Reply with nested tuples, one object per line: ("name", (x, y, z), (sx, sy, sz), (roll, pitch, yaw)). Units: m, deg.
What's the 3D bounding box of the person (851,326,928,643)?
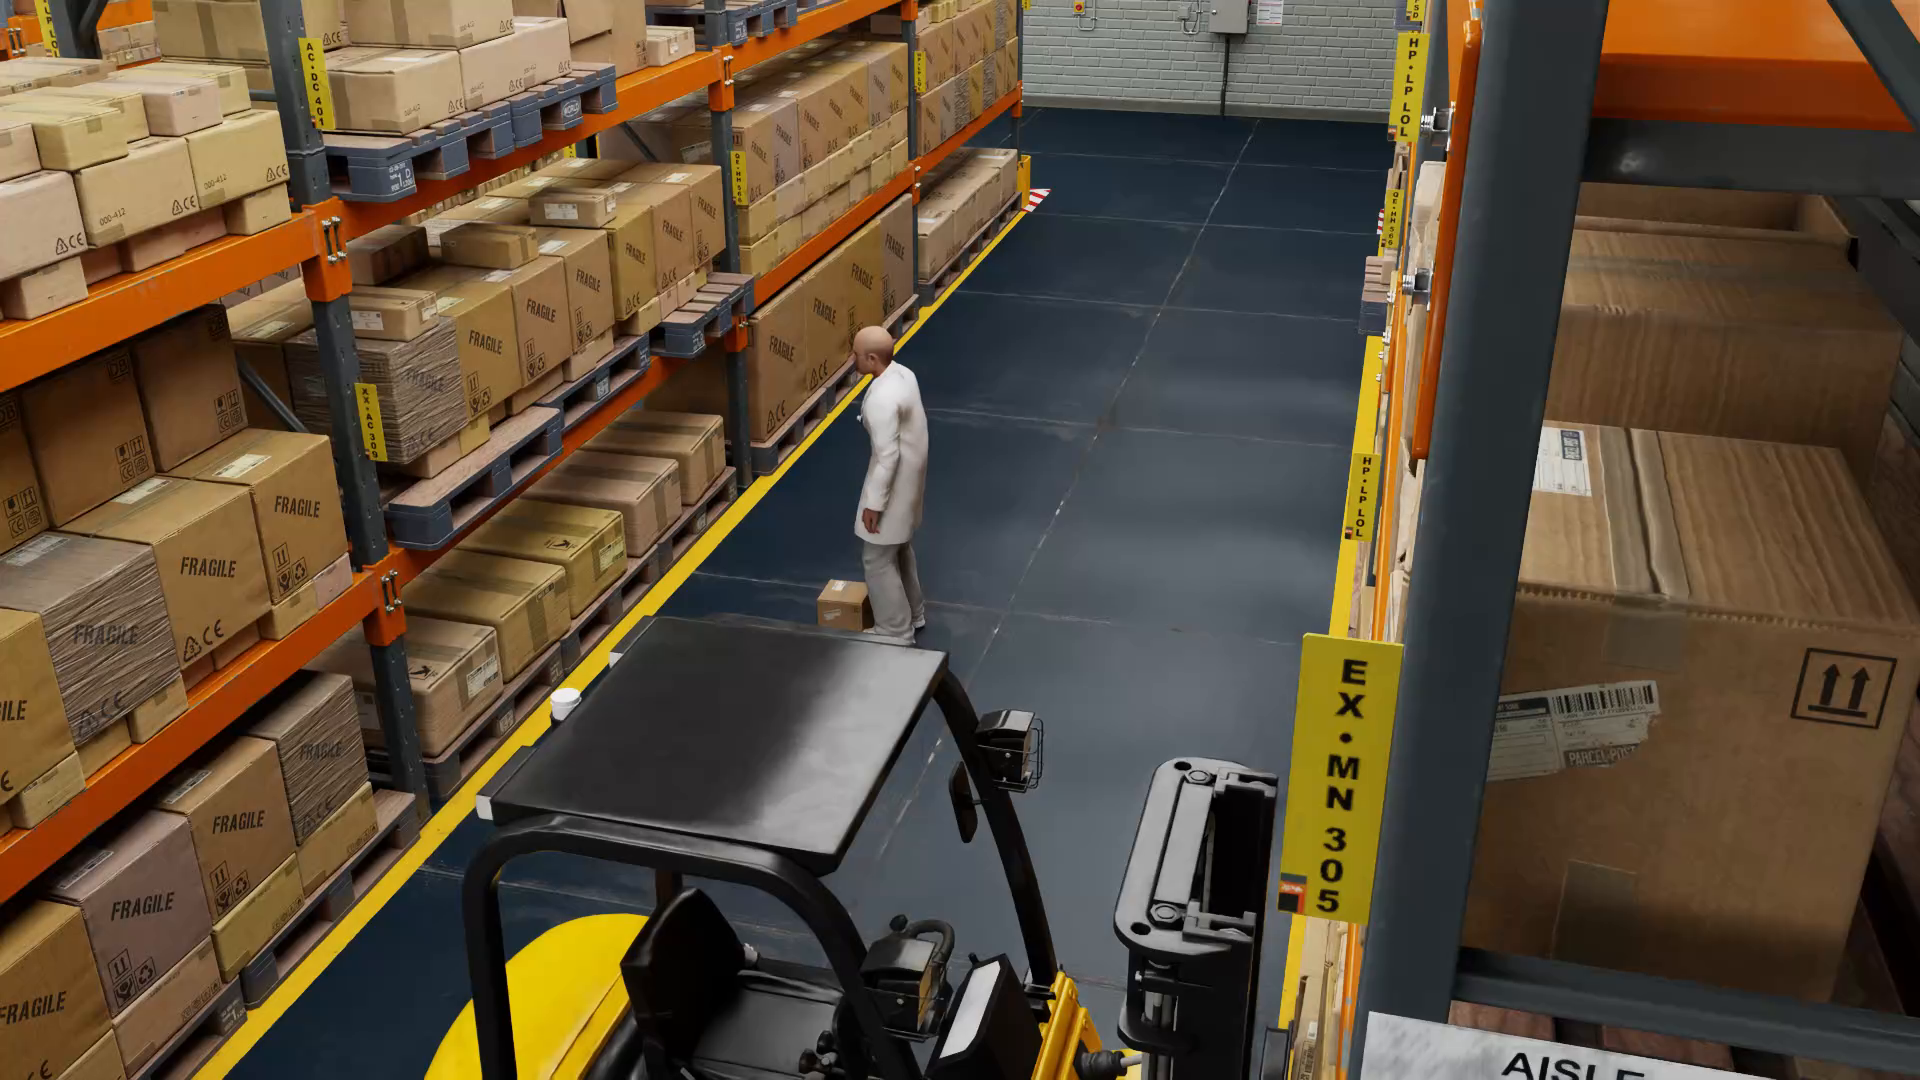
("person", (-0.381, -0.268, 8.702), (0.426, 1.773, 0.652), (5, 25, 10))
